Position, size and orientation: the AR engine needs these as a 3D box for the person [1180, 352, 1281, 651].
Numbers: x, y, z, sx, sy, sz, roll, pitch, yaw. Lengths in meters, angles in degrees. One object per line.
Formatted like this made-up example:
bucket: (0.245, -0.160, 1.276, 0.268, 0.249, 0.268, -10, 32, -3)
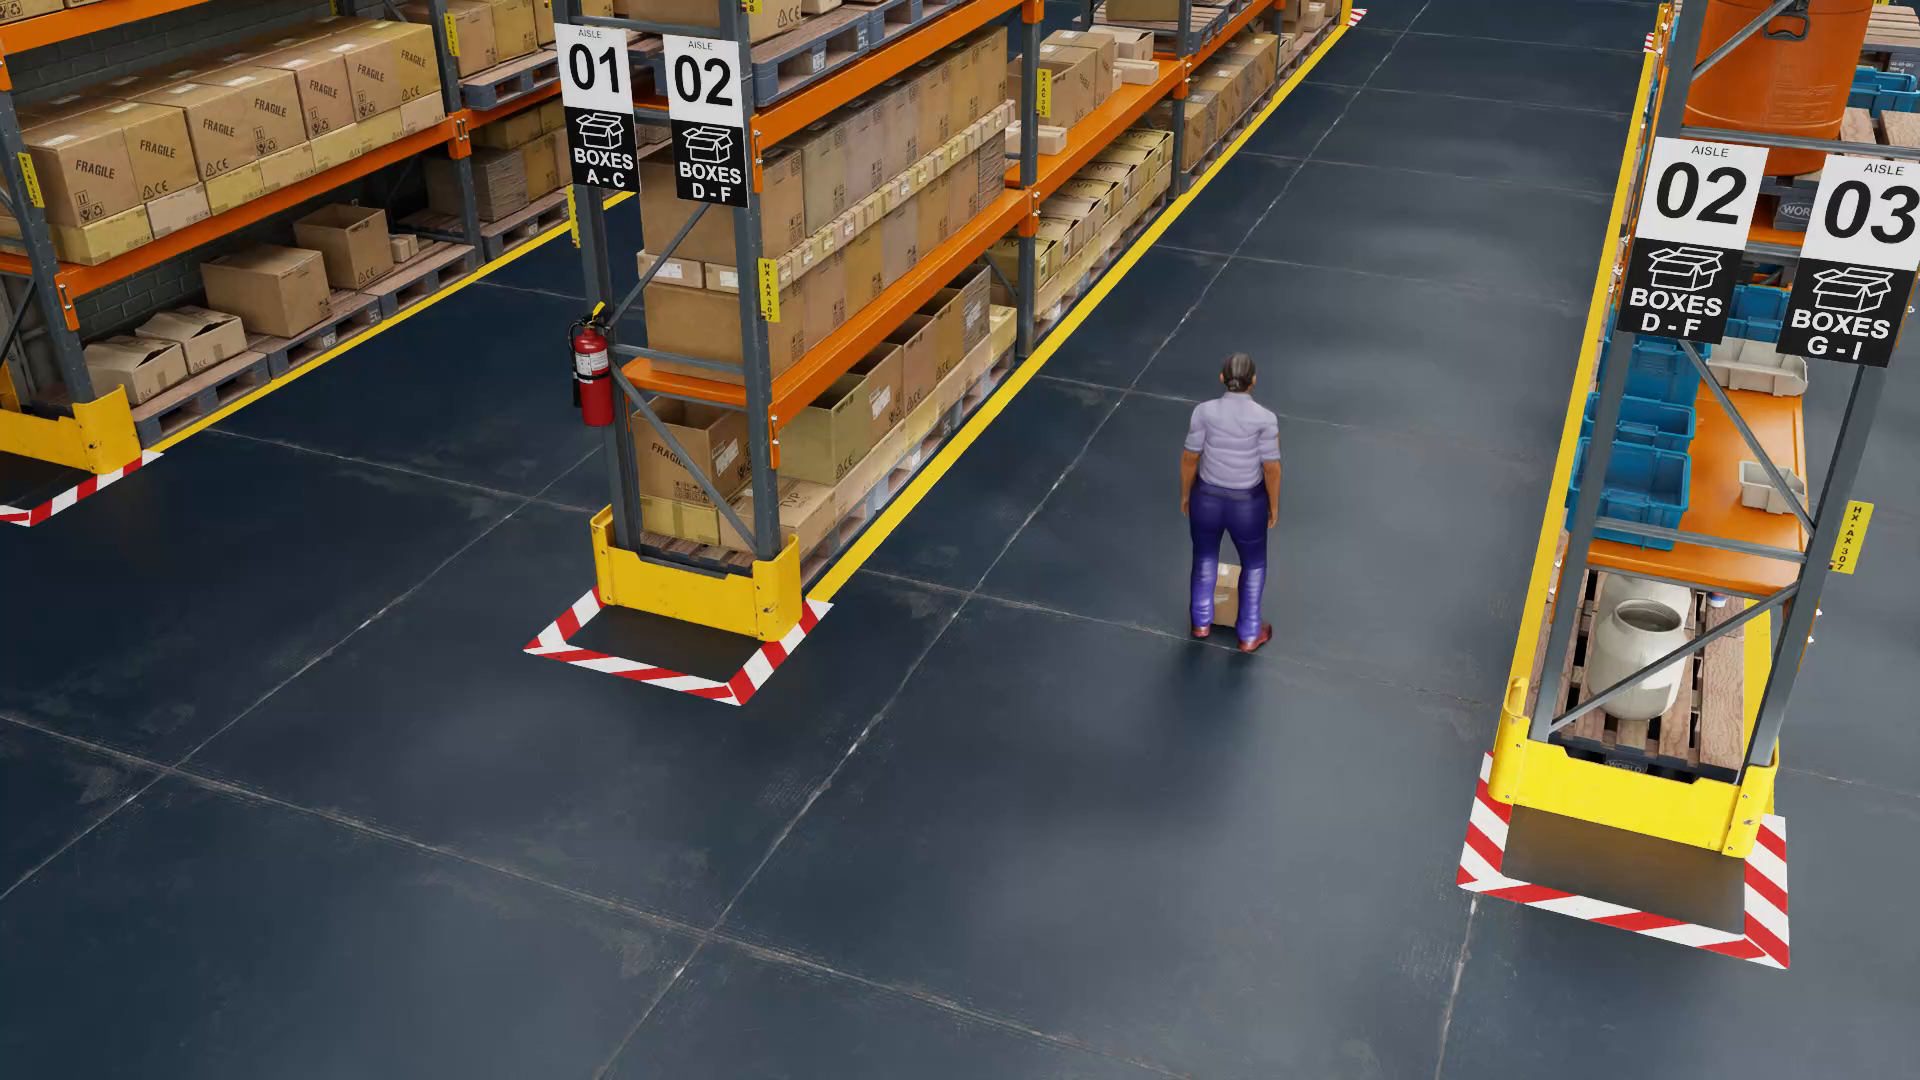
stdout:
person: (1.432, -0.199, 8.747, 0.549, 1.650, 0.425, 10, 31, 17)
